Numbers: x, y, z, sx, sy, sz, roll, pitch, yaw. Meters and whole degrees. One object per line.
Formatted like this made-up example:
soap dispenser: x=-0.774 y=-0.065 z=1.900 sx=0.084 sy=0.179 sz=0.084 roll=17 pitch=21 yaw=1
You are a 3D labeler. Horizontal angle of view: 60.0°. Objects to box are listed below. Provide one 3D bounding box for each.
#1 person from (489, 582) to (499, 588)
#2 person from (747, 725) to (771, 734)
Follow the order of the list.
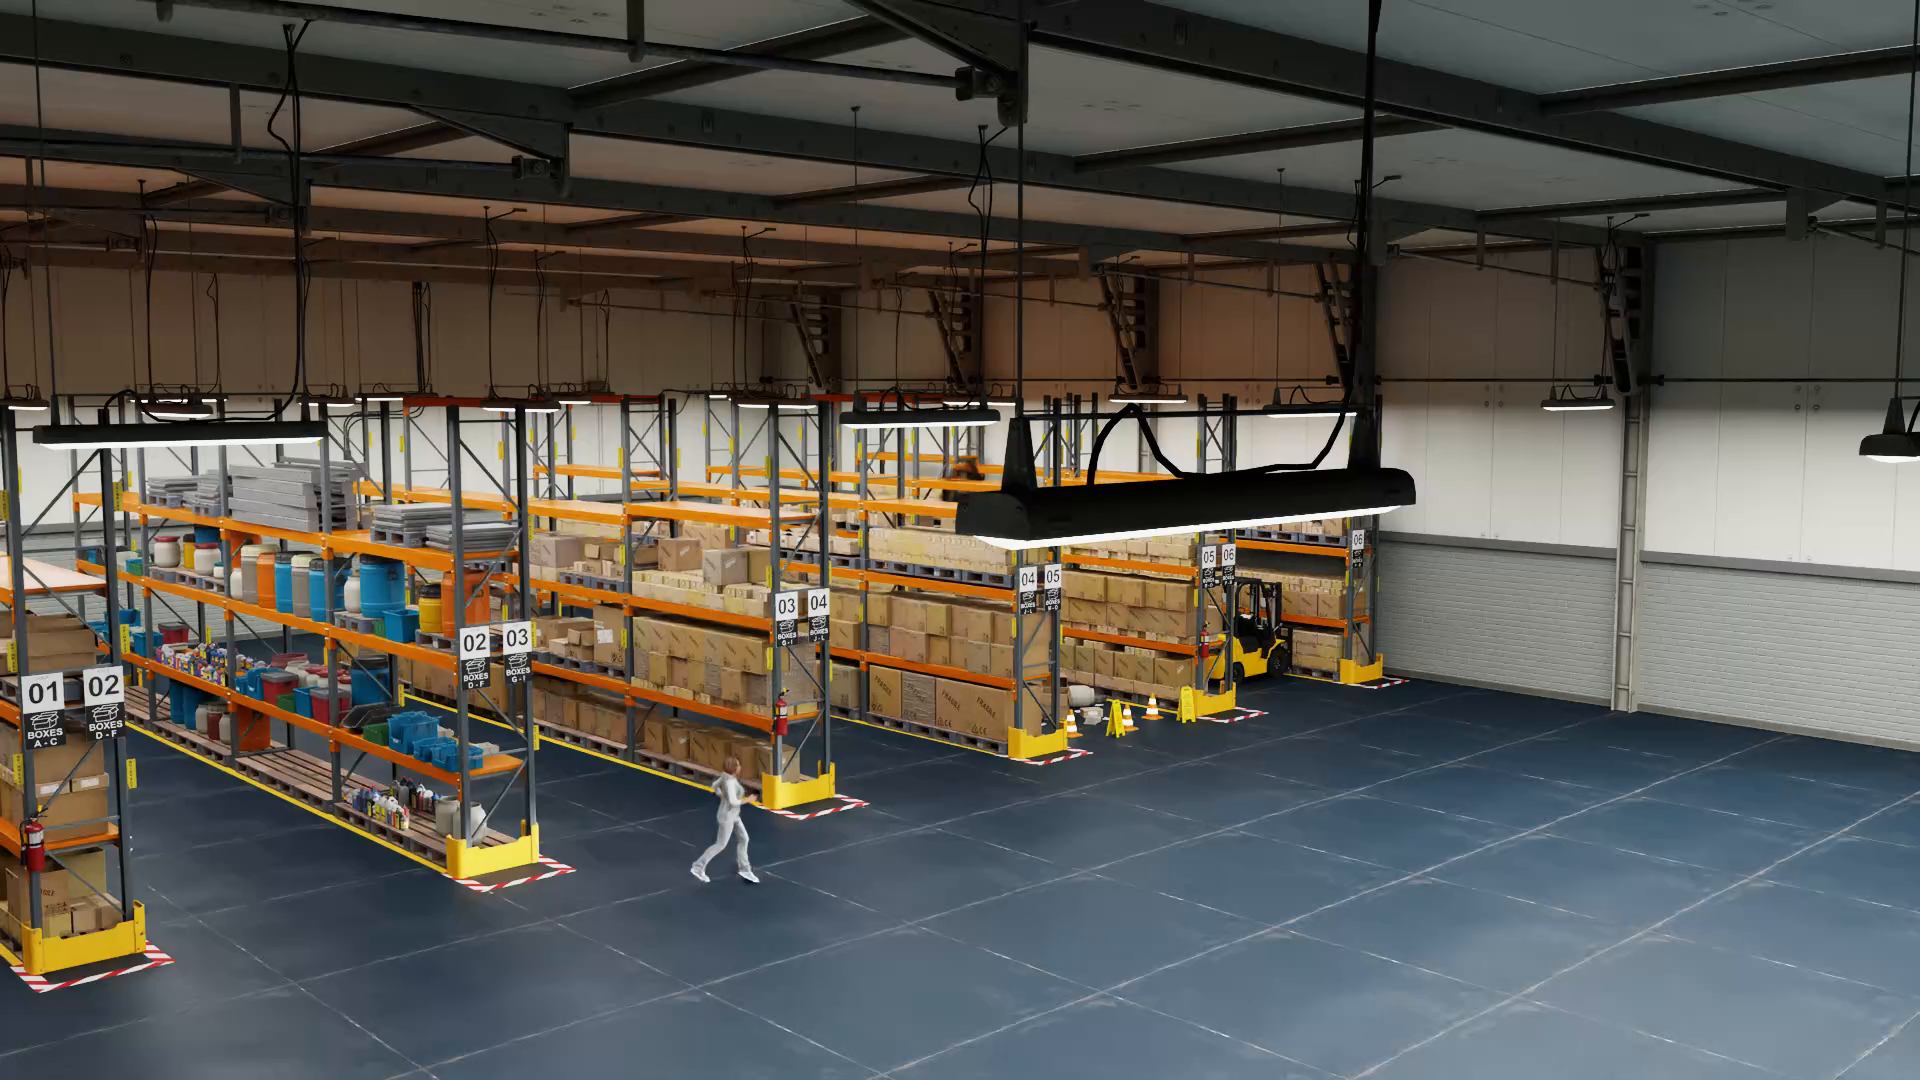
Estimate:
person: x=-11.011 y=1.787 z=38.595 sx=0.700 sy=1.657 sz=0.596 roll=-2 pitch=6 yaw=-18
person: x=-3.705 y=2.531 z=29.763 sx=0.983 sy=1.785 sz=0.541 roll=4 pitch=7 yaw=34
